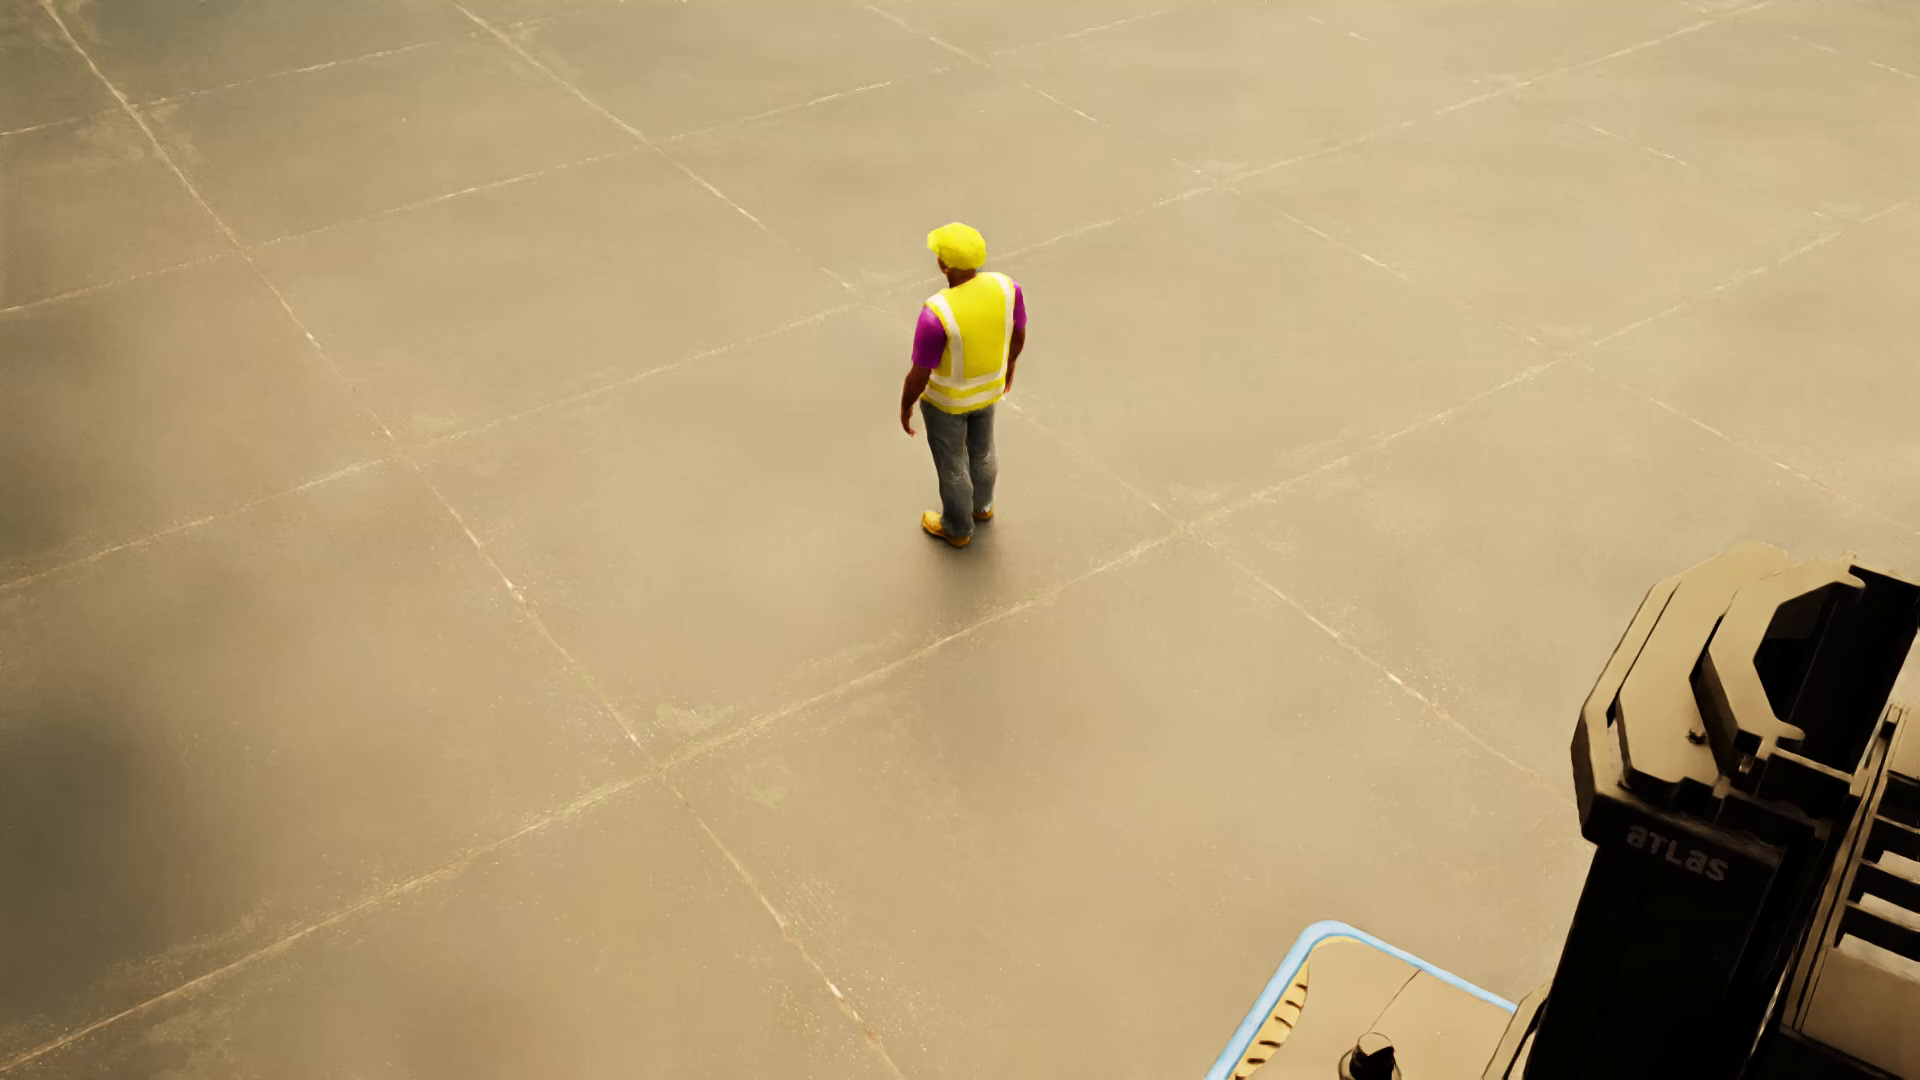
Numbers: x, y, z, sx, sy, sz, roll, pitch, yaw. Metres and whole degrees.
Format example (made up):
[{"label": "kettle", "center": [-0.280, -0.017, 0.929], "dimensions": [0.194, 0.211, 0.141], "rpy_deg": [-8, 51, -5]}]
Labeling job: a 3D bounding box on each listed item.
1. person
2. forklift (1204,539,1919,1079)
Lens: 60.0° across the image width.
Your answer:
[{"label": "person", "center": [-0.036, -0.750, 7.930], "dimensions": [0.665, 1.761, 0.576], "rpy_deg": [-23, 42, -28]}, {"label": "forklift", "center": [2.044, 1.553, 3.844], "dimensions": [3.031, 2.935, 1.130], "rpy_deg": [22, 42, 27]}]
